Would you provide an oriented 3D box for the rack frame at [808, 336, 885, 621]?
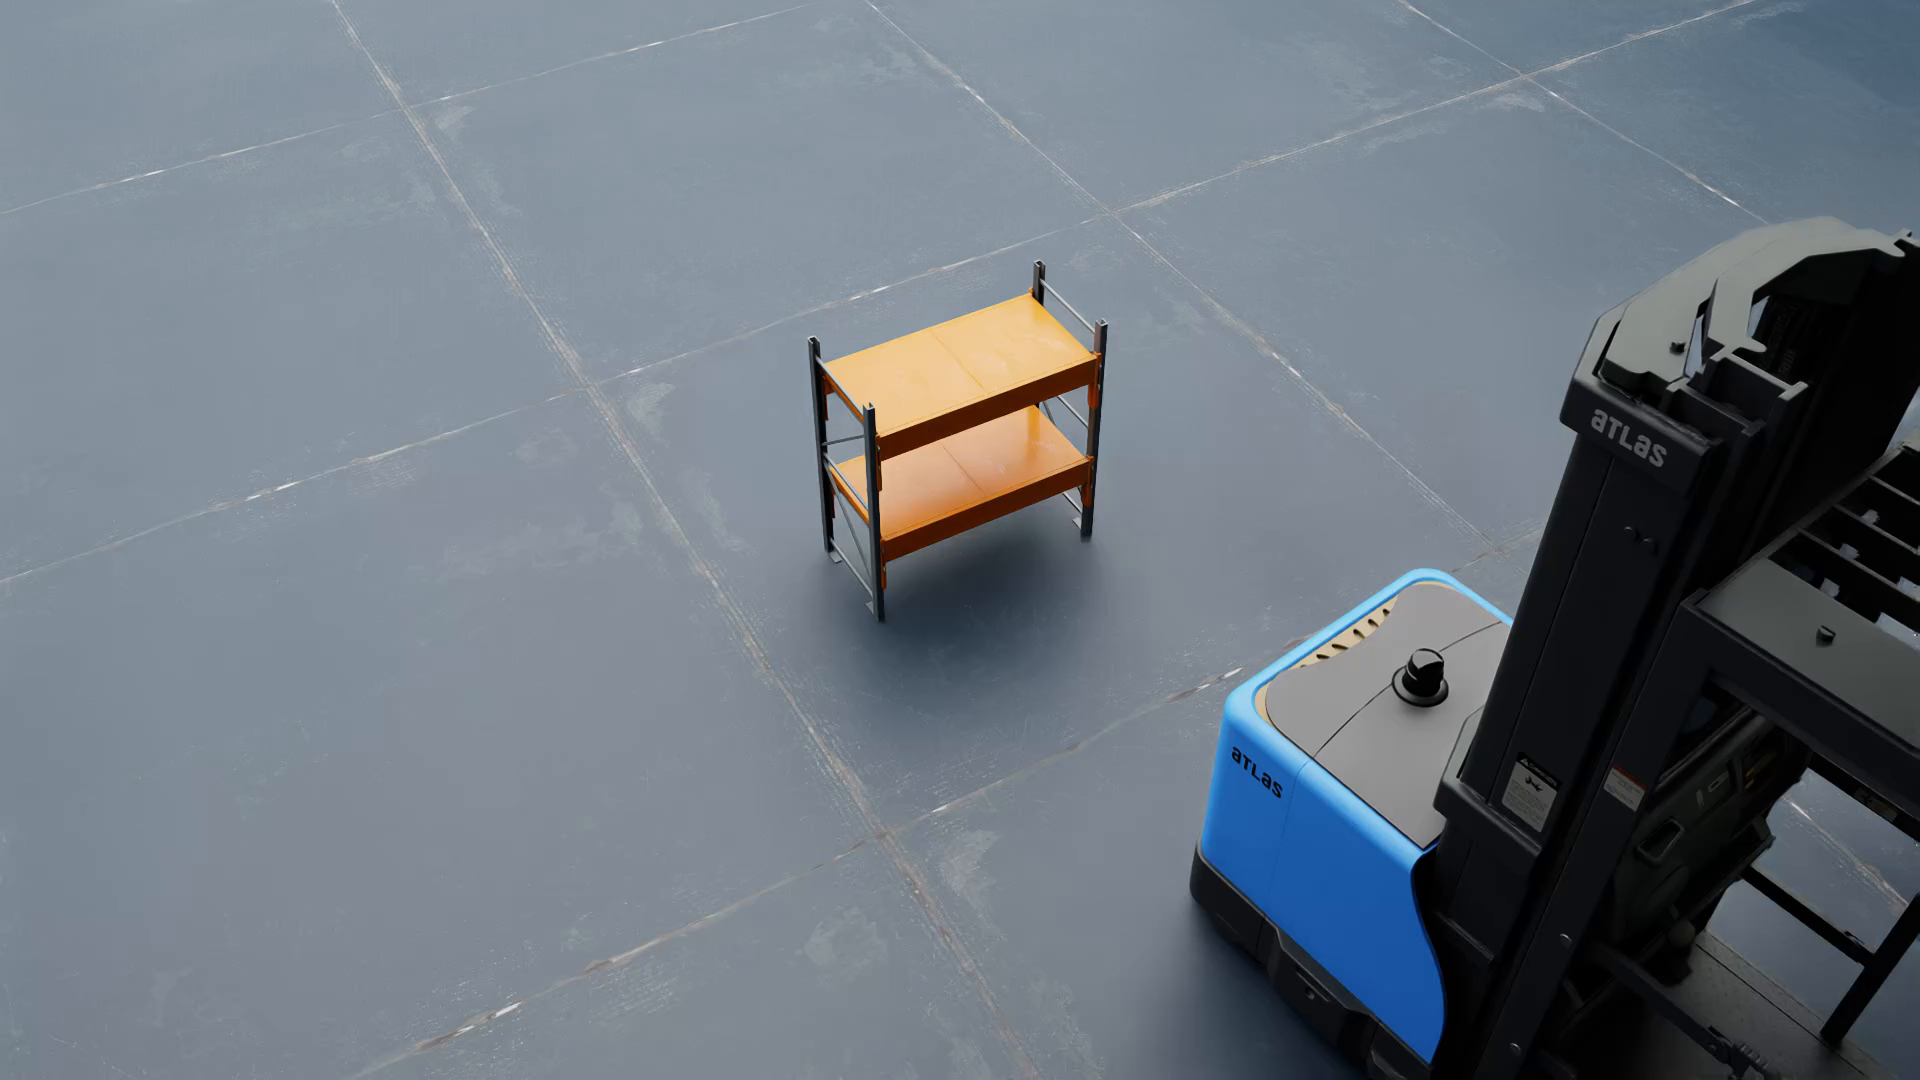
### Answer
[{"bbox_3d":[-0.447,-0.225,6.603,0.032,1.125,0.500,-22,48,-21],"label":"rack frame"}]

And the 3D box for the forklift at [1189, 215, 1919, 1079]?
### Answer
[{"bbox_3d":[2.117,0.798,4.252,1.130,2.935,3.031,-29,51,-27],"label":"forklift"}]

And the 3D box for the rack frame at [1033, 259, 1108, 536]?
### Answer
[{"bbox_3d":[0.435,-0.578,6.967,0.032,1.125,0.500,-22,48,-21],"label":"rack frame"}]

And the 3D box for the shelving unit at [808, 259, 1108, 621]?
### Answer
[{"bbox_3d":[-0.006,-0.401,6.785,1.048,1.125,0.538,-22,48,-21],"label":"shelving unit"}]

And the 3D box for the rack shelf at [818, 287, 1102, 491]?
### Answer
[{"bbox_3d":[-0.006,-0.611,6.581,1.000,0.278,0.538,-22,48,-21],"label":"rack shelf"}]

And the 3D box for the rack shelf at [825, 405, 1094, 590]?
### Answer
[{"bbox_3d":[-0.006,-0.226,6.956,1.000,0.278,0.538,-22,48,-21],"label":"rack shelf"}]
